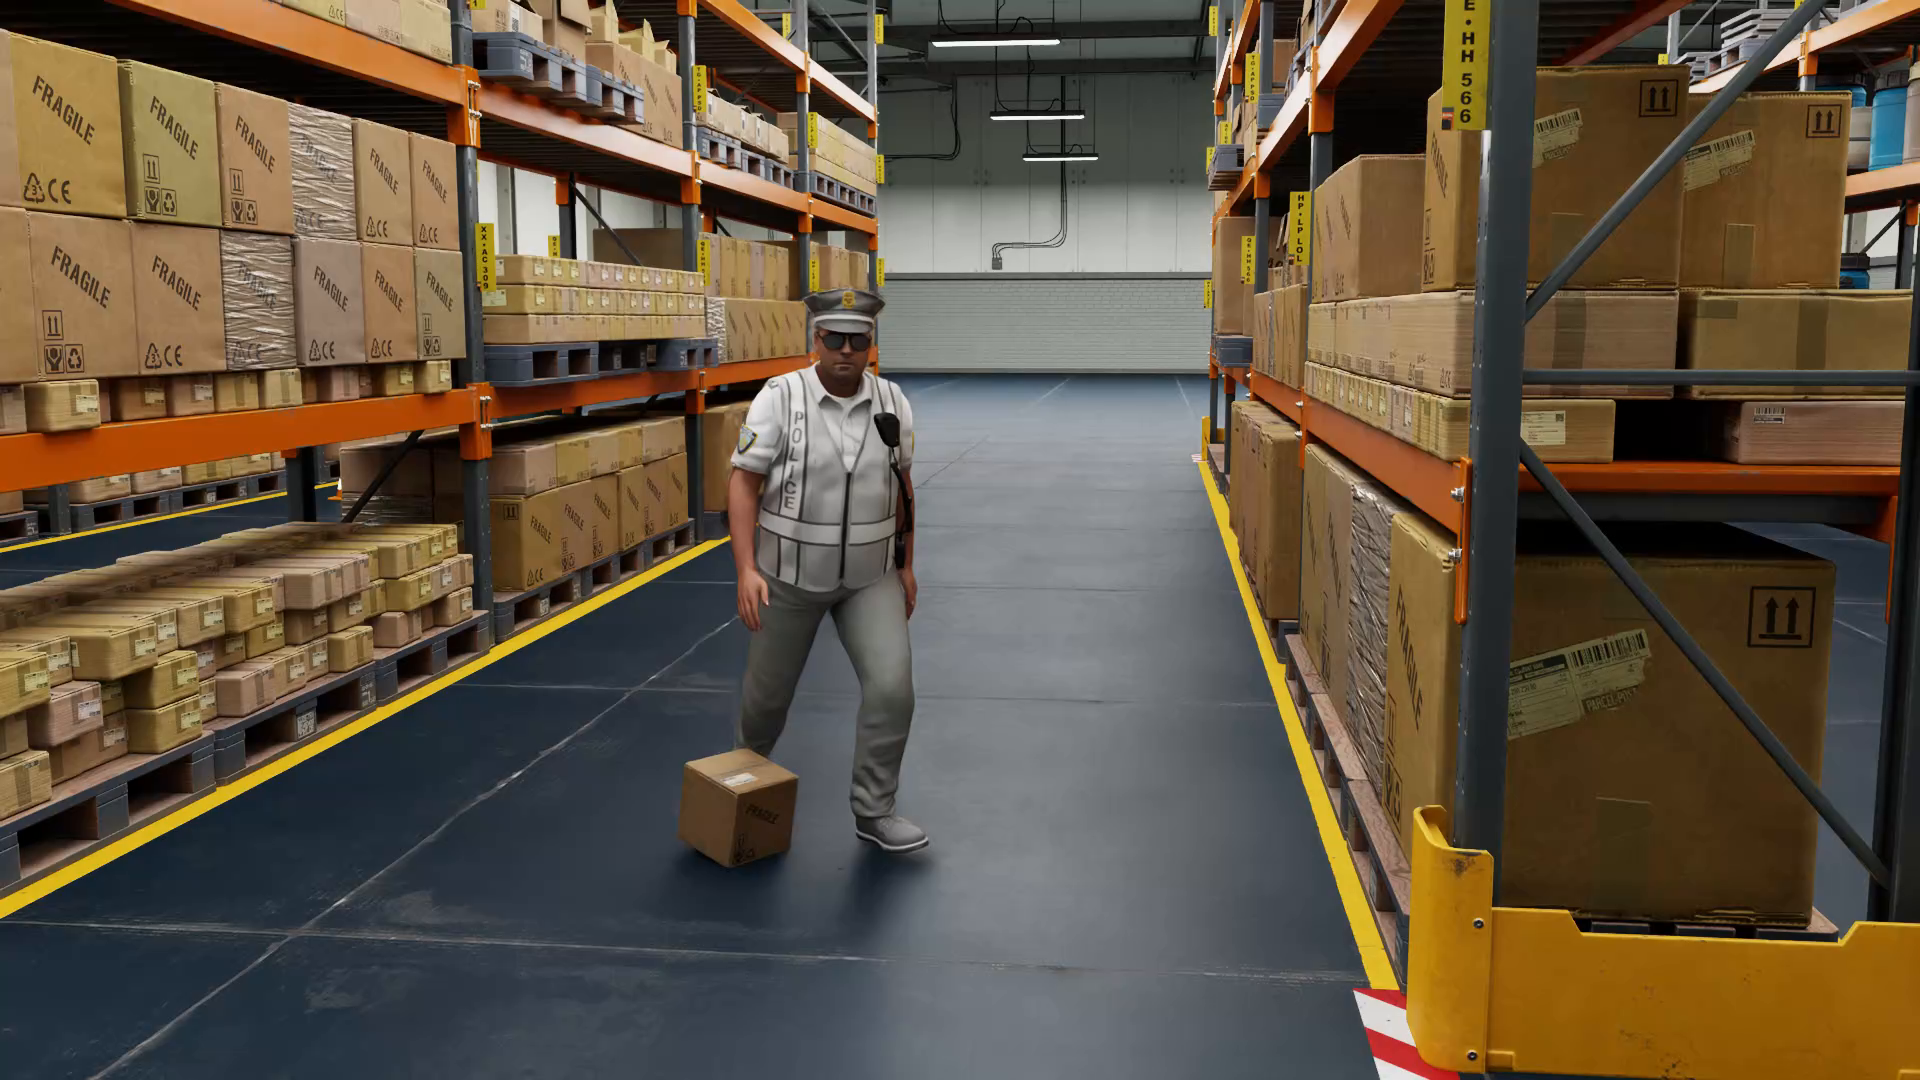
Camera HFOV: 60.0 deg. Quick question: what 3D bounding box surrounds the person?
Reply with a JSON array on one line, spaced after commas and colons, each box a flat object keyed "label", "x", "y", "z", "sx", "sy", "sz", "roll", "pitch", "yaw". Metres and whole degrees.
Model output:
[{"label": "person", "x": -0.446, "y": 0.073, "z": 5.212, "sx": 0.637, "sy": 1.699, "sz": 0.836, "roll": -2, "pitch": 8, "yaw": -17}]
